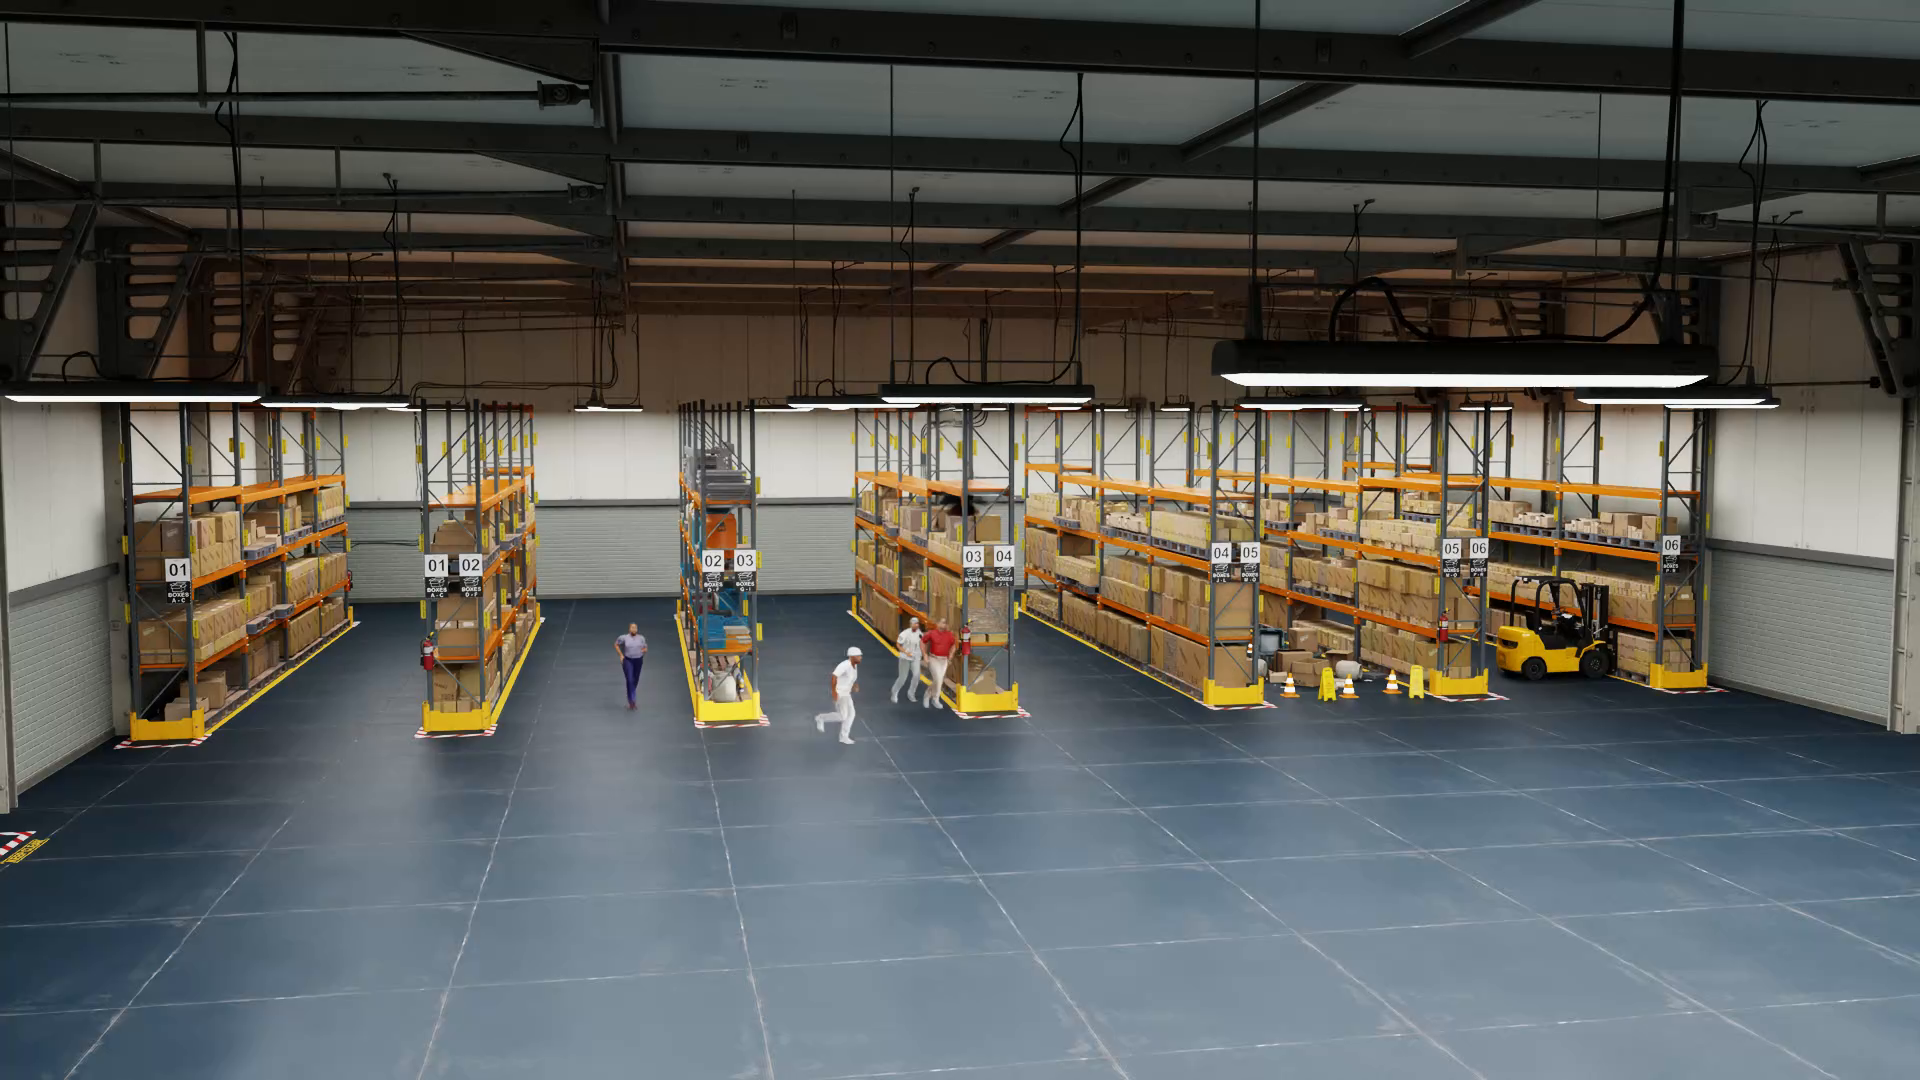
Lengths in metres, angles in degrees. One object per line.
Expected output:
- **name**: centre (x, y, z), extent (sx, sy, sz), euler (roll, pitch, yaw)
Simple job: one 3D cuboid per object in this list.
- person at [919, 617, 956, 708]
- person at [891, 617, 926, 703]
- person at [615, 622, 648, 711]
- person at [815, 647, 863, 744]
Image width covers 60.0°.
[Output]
- **person**: centre (-0.397, 2.324, 31.346), extent (0.690, 1.732, 0.776), euler (-3, 5, -30)
- **person**: centre (-0.928, 2.315, 31.951), extent (0.656, 1.681, 0.764), euler (-2, 5, -26)
- **person**: centre (-6.400, 2.453, 32.515), extent (0.593, 1.705, 0.815), euler (-3, 5, -32)
- **person**: centre (-2.098, 2.705, 29.047), extent (0.878, 1.693, 0.695), euler (1, 4, 10)
